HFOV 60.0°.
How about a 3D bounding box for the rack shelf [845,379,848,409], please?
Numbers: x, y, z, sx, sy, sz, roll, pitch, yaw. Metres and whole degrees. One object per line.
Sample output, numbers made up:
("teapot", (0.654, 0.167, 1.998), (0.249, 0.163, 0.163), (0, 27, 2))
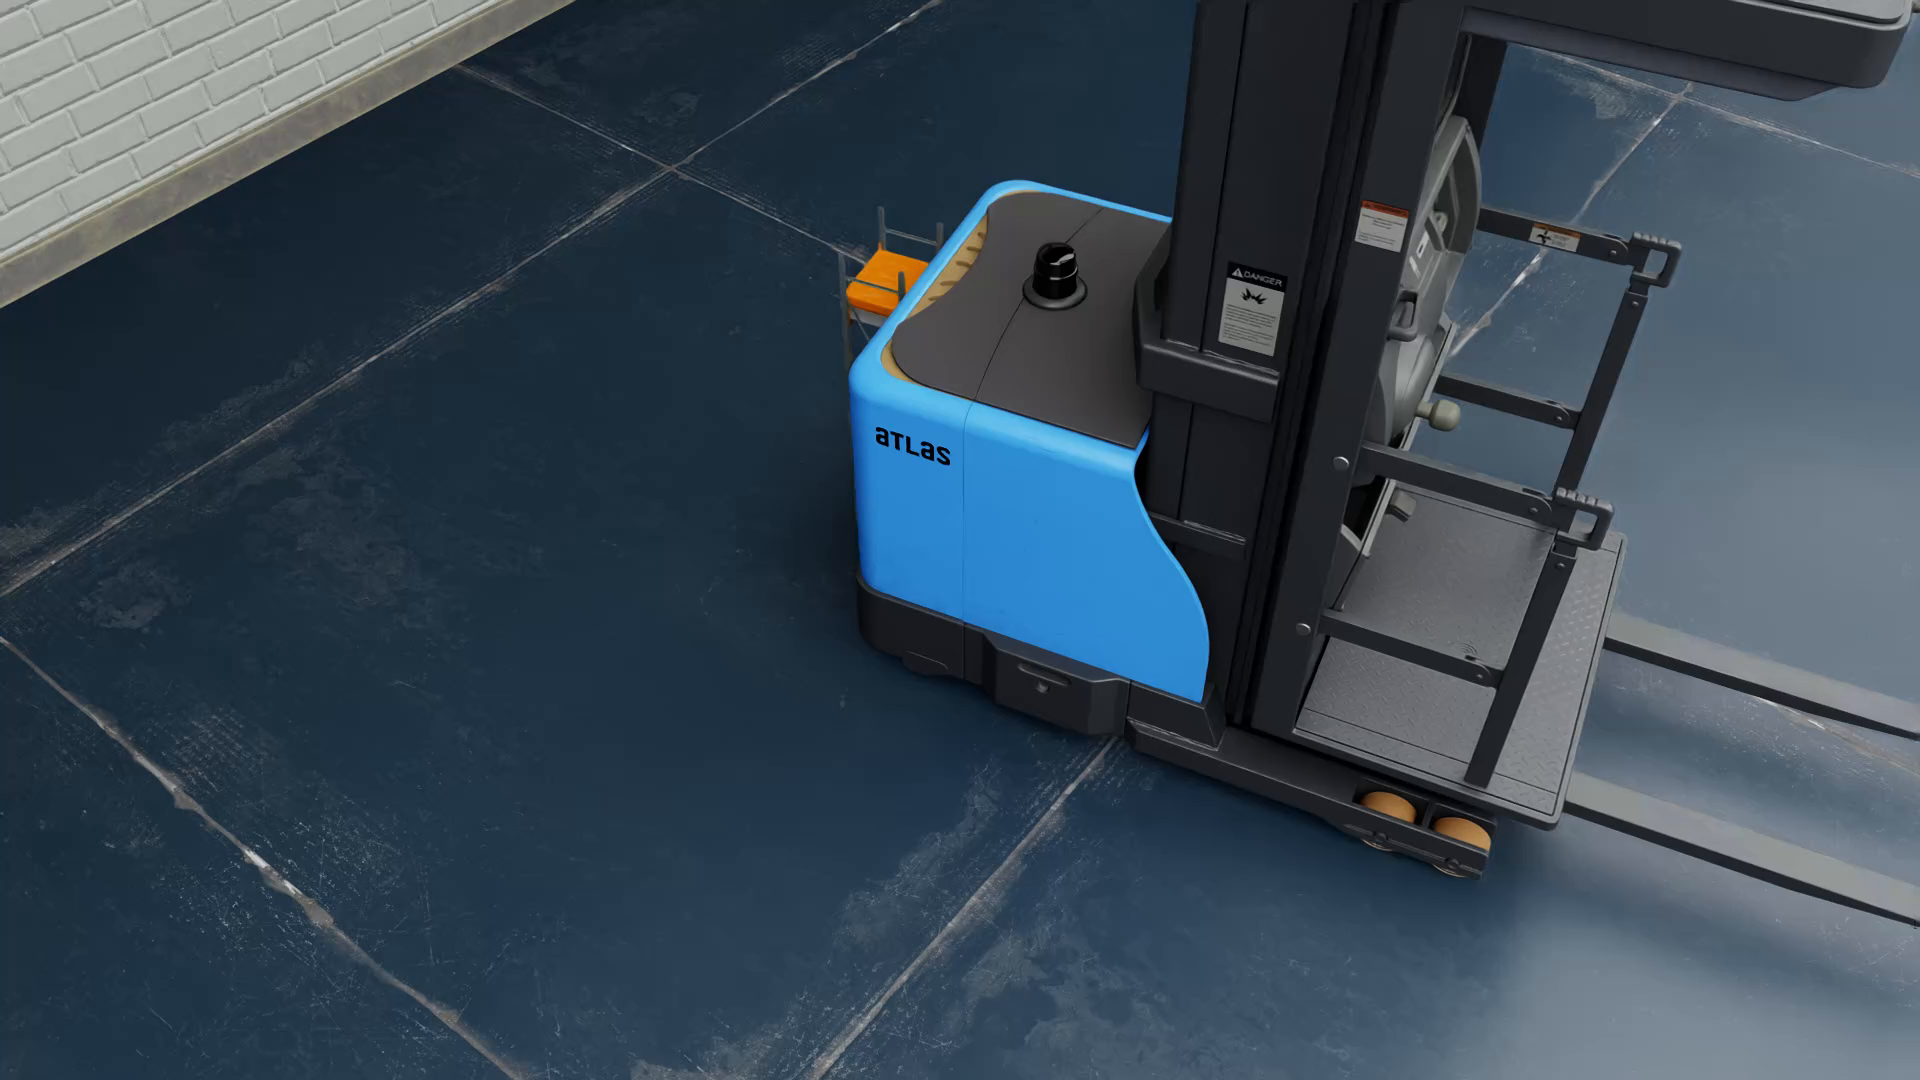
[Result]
("rack shelf", (-0.190, -0.460, 4.978), (0.215, 0.259, 0.240), (18, 49, 17))

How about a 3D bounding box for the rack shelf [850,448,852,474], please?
("rack shelf", (-0.190, -0.268, 5.179), (0.215, 0.259, 0.240), (18, 49, 17))

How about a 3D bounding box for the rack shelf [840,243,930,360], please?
("rack shelf", (-0.190, -0.656, 4.773), (0.215, 0.259, 0.240), (18, 49, 17))

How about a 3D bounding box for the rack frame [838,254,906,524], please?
("rack frame", (-0.241, -0.388, 4.894), (0.200, 1.050, 0.008), (18, 49, 17))

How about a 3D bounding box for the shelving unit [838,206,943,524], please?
("shelving unit", (-0.190, -0.468, 4.971), (0.215, 1.050, 0.252), (18, 49, 17))

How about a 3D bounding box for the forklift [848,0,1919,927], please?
("forklift", (1.262, -0.564, 3.762), (3.031, 2.935, 1.130), (18, 49, 17))

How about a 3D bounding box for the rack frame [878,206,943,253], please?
("rack frame", (-0.139, -0.548, 5.047), (0.200, 1.050, 0.008), (18, 49, 17))
